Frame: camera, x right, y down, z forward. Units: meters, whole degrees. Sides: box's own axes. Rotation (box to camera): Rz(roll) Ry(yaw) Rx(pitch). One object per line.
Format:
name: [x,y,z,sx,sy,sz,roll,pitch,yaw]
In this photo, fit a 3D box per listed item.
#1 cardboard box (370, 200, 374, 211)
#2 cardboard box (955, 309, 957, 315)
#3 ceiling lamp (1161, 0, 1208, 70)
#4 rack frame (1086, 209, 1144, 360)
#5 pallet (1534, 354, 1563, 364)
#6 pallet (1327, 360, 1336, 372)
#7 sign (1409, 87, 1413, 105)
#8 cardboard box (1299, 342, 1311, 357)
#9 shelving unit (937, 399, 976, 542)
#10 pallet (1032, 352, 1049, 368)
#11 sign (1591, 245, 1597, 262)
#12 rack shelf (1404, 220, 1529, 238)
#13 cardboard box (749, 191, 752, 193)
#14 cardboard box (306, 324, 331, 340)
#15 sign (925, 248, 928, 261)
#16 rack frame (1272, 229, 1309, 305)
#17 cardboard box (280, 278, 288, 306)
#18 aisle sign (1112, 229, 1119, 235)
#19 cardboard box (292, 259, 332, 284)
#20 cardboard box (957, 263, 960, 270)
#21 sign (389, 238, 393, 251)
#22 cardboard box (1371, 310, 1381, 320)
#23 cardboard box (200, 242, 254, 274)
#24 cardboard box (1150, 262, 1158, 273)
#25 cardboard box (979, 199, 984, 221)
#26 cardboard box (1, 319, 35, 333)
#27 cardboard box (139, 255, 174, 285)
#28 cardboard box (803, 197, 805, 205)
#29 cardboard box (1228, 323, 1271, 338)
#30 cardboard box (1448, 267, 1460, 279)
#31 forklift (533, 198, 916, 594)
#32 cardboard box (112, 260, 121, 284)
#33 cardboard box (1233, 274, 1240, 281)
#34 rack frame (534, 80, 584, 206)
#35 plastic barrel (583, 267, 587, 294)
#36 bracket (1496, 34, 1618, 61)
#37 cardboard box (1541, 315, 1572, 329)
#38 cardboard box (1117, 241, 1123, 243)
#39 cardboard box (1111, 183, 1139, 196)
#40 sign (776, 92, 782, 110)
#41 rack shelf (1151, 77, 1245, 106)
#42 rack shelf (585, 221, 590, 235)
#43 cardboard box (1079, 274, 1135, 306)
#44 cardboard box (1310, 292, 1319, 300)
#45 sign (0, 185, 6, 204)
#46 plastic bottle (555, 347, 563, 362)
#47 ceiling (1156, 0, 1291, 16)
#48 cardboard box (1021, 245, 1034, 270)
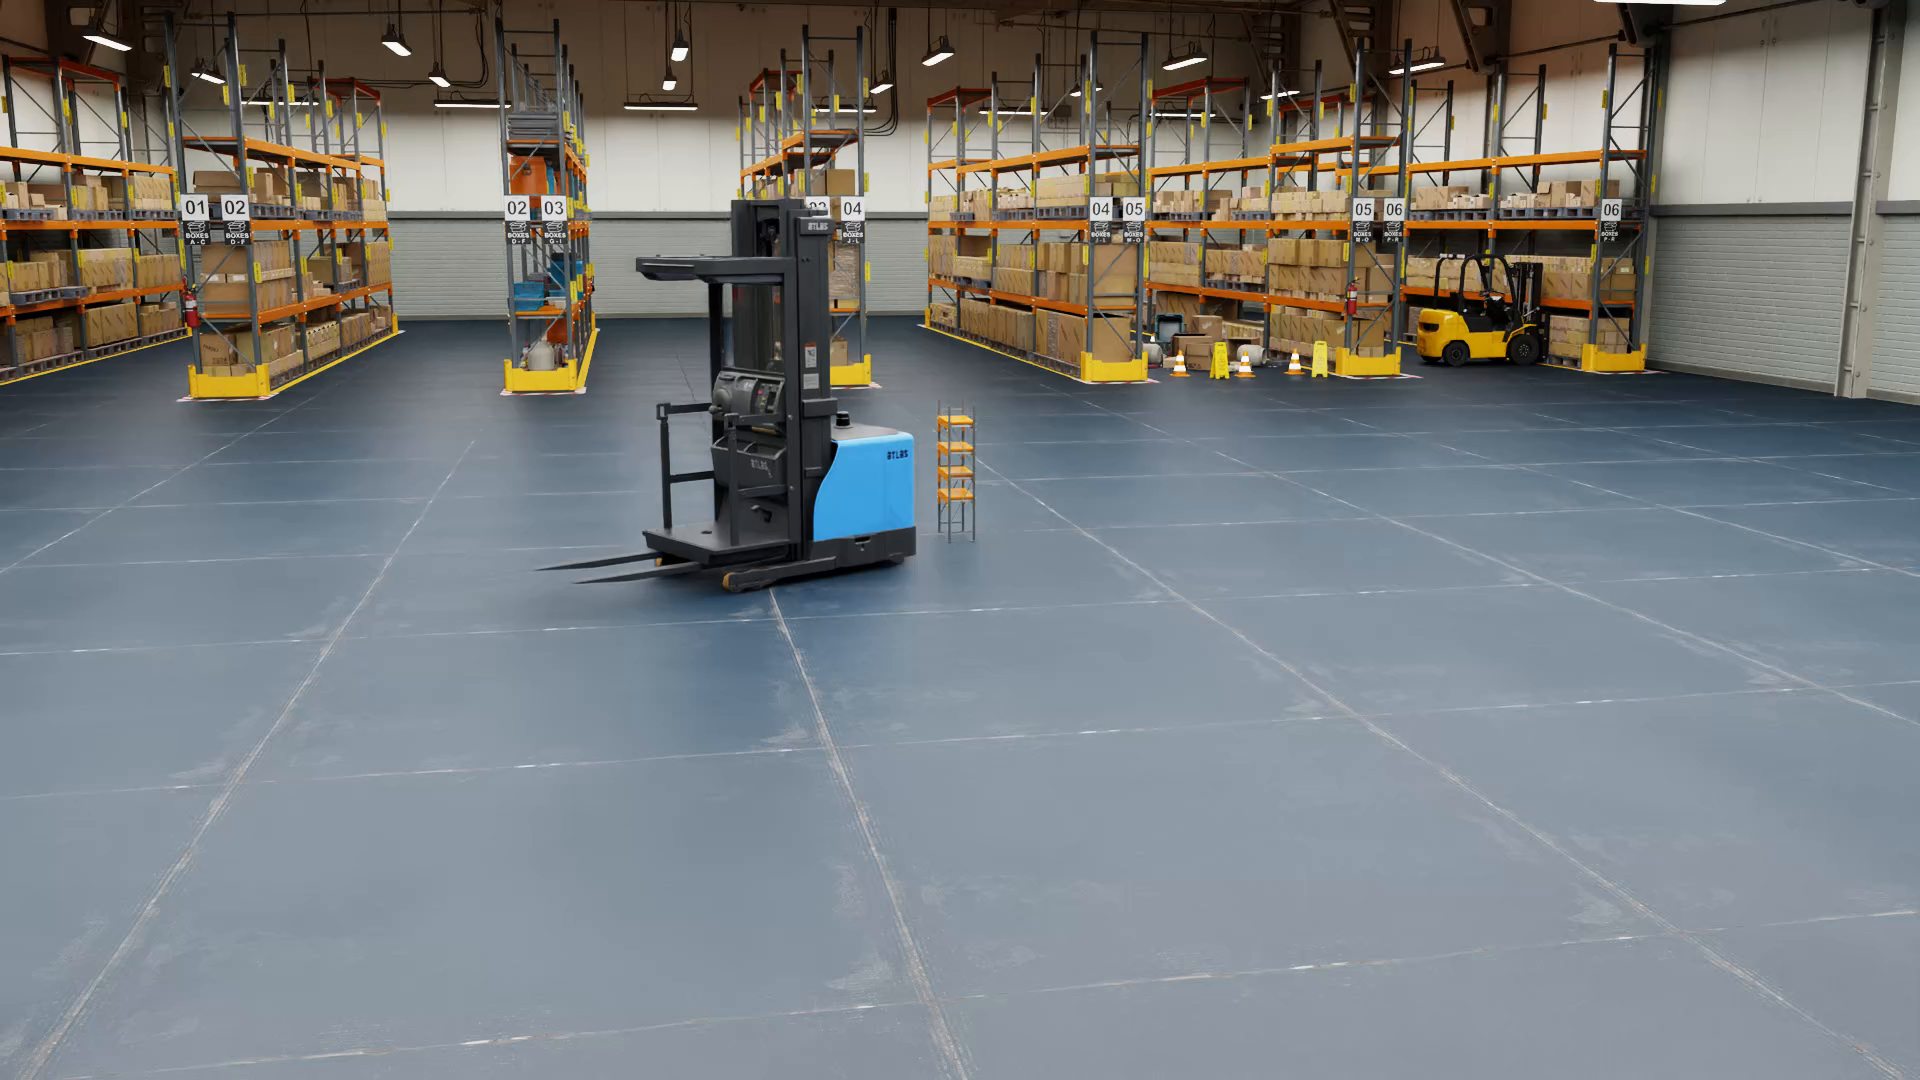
cardboard box: [-14.221,-7.950,39.485,0.500,0.250,0.500,-2,11,-11]
cardboard box: [0.093,-5.698,41.521,0.380,0.149,0.250,-2,11,-9]
ceiling lamp: [4.693,-10.986,32.737,0.800,3.185,2.000,-2,11,-11]
rack frame: [2.751,-4.343,29.493,1.000,3.000,0.127,-2,11,-11]
pallet: [12.031,-3.715,33.651,1.003,0.211,1.213,-2,11,-11]
pallet: [7.449,-3.336,31.660,1.003,0.211,1.213,-2,11,-11]
sign: [8.119,-8.006,29.984,0.100,0.325,0.005,-2,11,-11]
cardboard box: [6.966,-3.727,32.486,0.500,0.250,0.500,-3,11,-13]
shelving unit: [-0.032,-0.620,14.744,0.258,1.200,0.503,-2,11,-11]
pallet: [2.044,-3.565,32.861,1.003,0.211,1.213,-2,11,-11]
sign: [11.920,-5.391,31.268,0.100,0.325,0.005,-2,11,-11]
rack shelf: [11.288,-6.944,37.057,1.077,0.370,4.000,-2,11,-11]
cardboard box: [-4.953,-8.600,42.177,0.700,0.500,0.500,-3,11,-15]
cardboard box: [-12.861,-4.145,33.184,0.500,0.311,0.500,-2,11,-11]
sign: [-0.893,-7.683,44.726,0.100,0.325,0.005,-2,11,-11]
rack frame: [9.343,-7.657,46.906,1.000,3.000,0.127,-2,11,-11]
cardboard box: [-12.428,-4.427,29.665,0.700,0.500,0.500,-2,11,-12]
aisle sign: [4.177,-8.756,45.725,0.394,0.787,0.004,-2,11,-11]
cardboard box: [-13.641,-5.656,34.999,0.700,0.500,0.500,-6,12,-30]
cardboard box: [0.146,-6.589,40.047,0.380,0.149,0.250,-2,11,-10]
sign: [-14.415,-7.497,42.120,0.100,0.325,0.005,-2,11,-11]
cardboard box: [10.415,-5.426,40.746,0.500,0.500,0.500,-2,11,-9]
cardboard box: [-11.940,-4.604,27.126,0.700,0.500,0.500,-2,11,-11]
cardboard box: [5.062,-6.824,41.589,0.500,0.250,0.500,-2,11,-13]
cardboard box: [0.725,-7.520,37.893,0.500,0.500,0.500,-2,11,-11]
cardboard box: [-17.841,-4.042,31.411,0.500,0.250,0.500,-2,11,-13]
cardboard box: [-19.561,-6.497,40.005,0.980,0.700,0.700,-2,11,-11]
cardboard box: [-2.494,-5.817,28.547,0.380,0.149,0.250,-2,11,-11]
cardboard box: [6.424,-4.546,36.464,0.950,0.372,0.625,-2,11,-9]
cardboard box: [11.130,-5.897,36.722,0.500,0.250,0.500,-2,11,-10]
forklift: [-1.815,-1.145,12.871,3.031,2.935,1.130,-9,14,-39]
cardboard box: [-18.509,-5.786,35.956,0.500,0.500,0.500,-2,11,-11]
cardboard box: [6.179,-5.727,36.314,0.380,0.149,0.250,-2,11,-9]
rack frame: [-9.326,-9.149,38.699,1.000,3.000,0.127,-2,11,-11]
plastic barrel: [-8.161,-5.461,35.003,0.600,0.536,0.708,-2,11,-11]
bracket: [12.274,-10.135,34.249,0.076,0.066,4.783,-2,11,-11]
cardboard box: [11.847,-4.328,32.972,0.500,0.250,0.500,-2,11,-10]
cardboard box: [4.504,-7.730,44.343,0.500,0.500,0.500,-2,11,-11]
cardboard box: [2.909,-6.242,29.664,0.500,0.250,0.500,-2,11,-11]
sign: [-3.455,-8.378,31.723,0.100,0.325,0.005,-2,11,-11]
rack shelf: [5.642,-10.602,39.368,1.077,0.370,4.000,-2,11,-11]
rack shelf: [-9.715,-7.689,40.974,1.077,0.370,4.000,-2,11,-11]
cardboard box: [2.634,-4.483,29.828,0.875,0.550,0.550,-2,11,-11]
cardboard box: [6.987,-4.711,32.098,0.380,0.149,0.250,-2,11,-12]
sign: [-16.957,-6.123,29.440,0.100,0.325,0.005,-2,11,-11]
plastic bottle: [-7.465,-3.460,30.962,0.152,0.276,0.135,-2,11,-11]
ceiling: [9.394,-15.541,48.214,6.000,0.001,6.000,-2,11,-11]
cardboard box: [1.671,-5.895,34.704,0.700,0.500,0.500,-2,11,-11]
